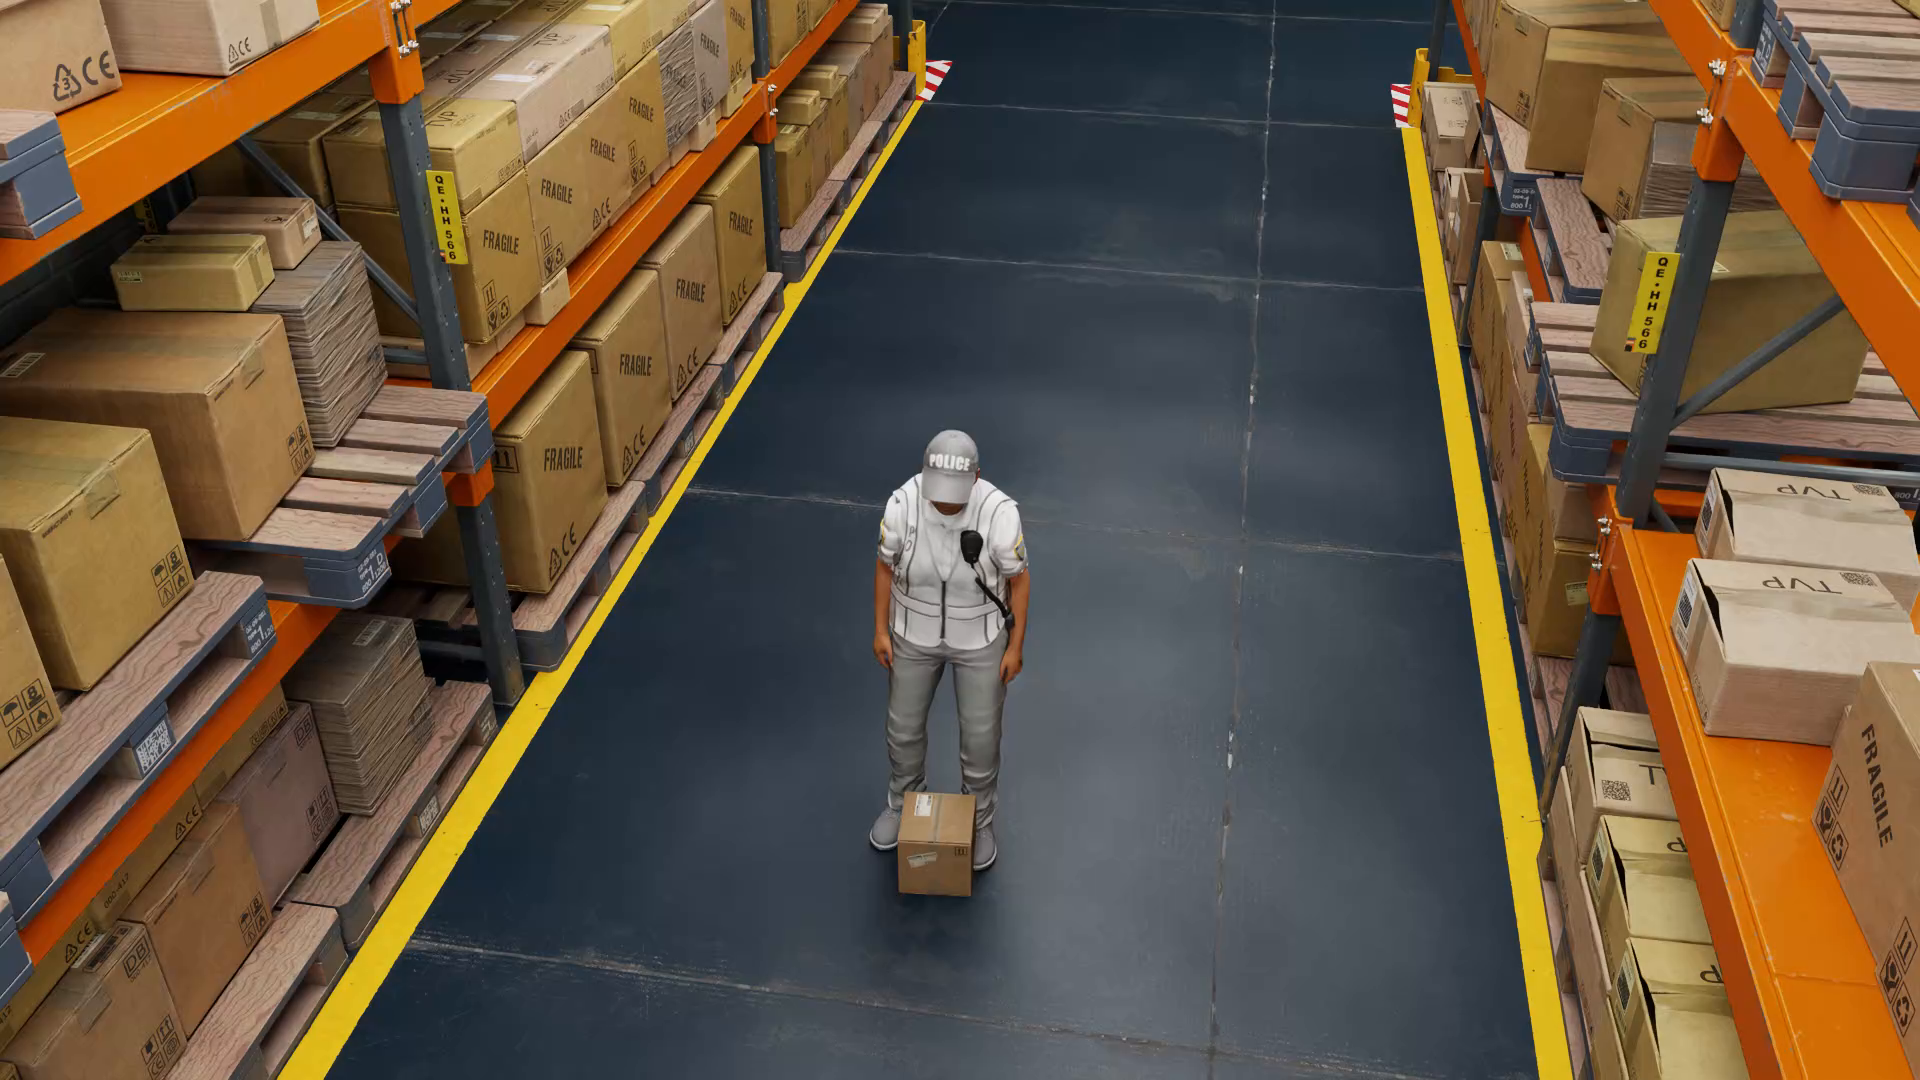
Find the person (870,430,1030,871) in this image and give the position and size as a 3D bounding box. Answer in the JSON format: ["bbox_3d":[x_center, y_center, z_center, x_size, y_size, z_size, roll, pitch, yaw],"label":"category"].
[{"bbox_3d":[-0.043,0.344,5.595,0.537,1.665,0.470,5,33,8],"label":"person"}]
